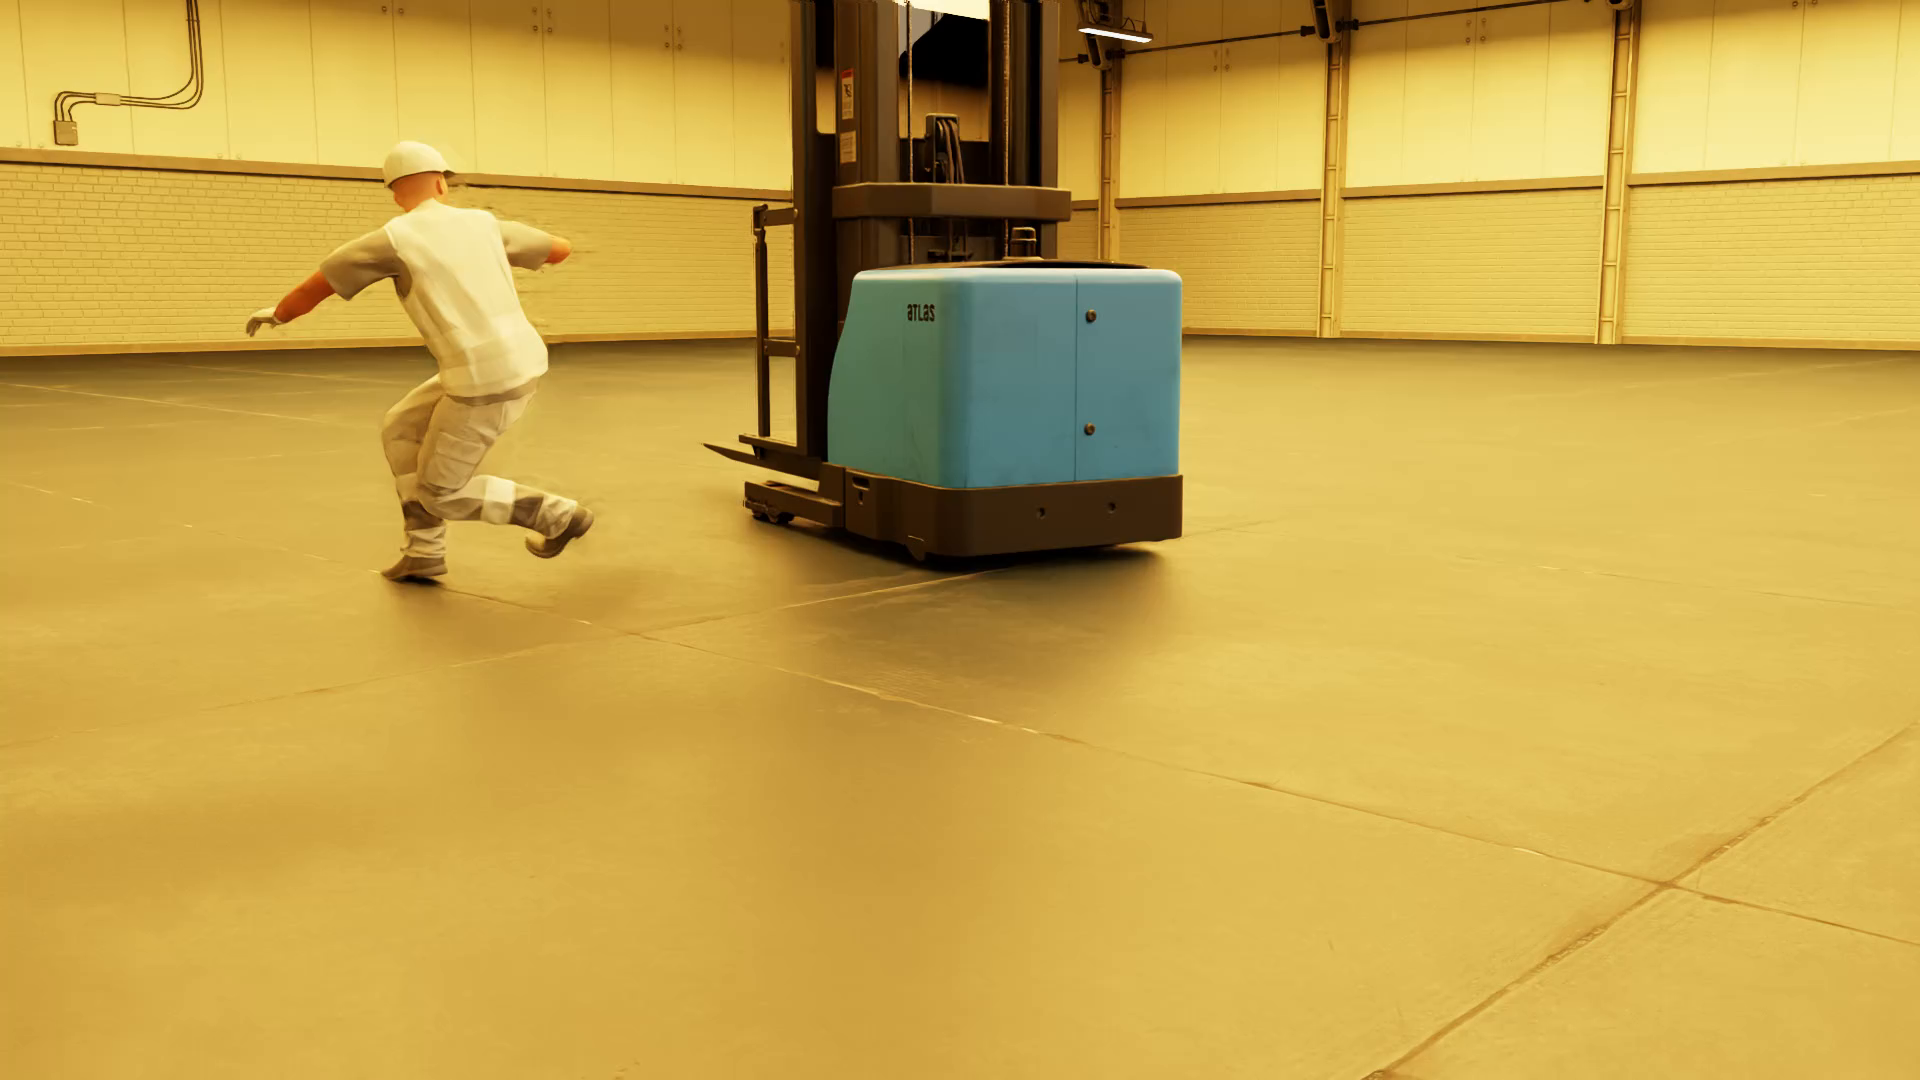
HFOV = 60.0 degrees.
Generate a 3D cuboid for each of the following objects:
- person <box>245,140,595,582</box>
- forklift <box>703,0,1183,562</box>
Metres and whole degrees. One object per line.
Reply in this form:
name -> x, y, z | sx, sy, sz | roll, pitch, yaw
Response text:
person -> -1.832, -0.607, 5.775 | 1.130, 1.507, 0.845 | 2, 9, 14
forklift -> -0.299, -1.549, 7.162 | 1.130, 2.935, 3.031 | -5, 10, -28
